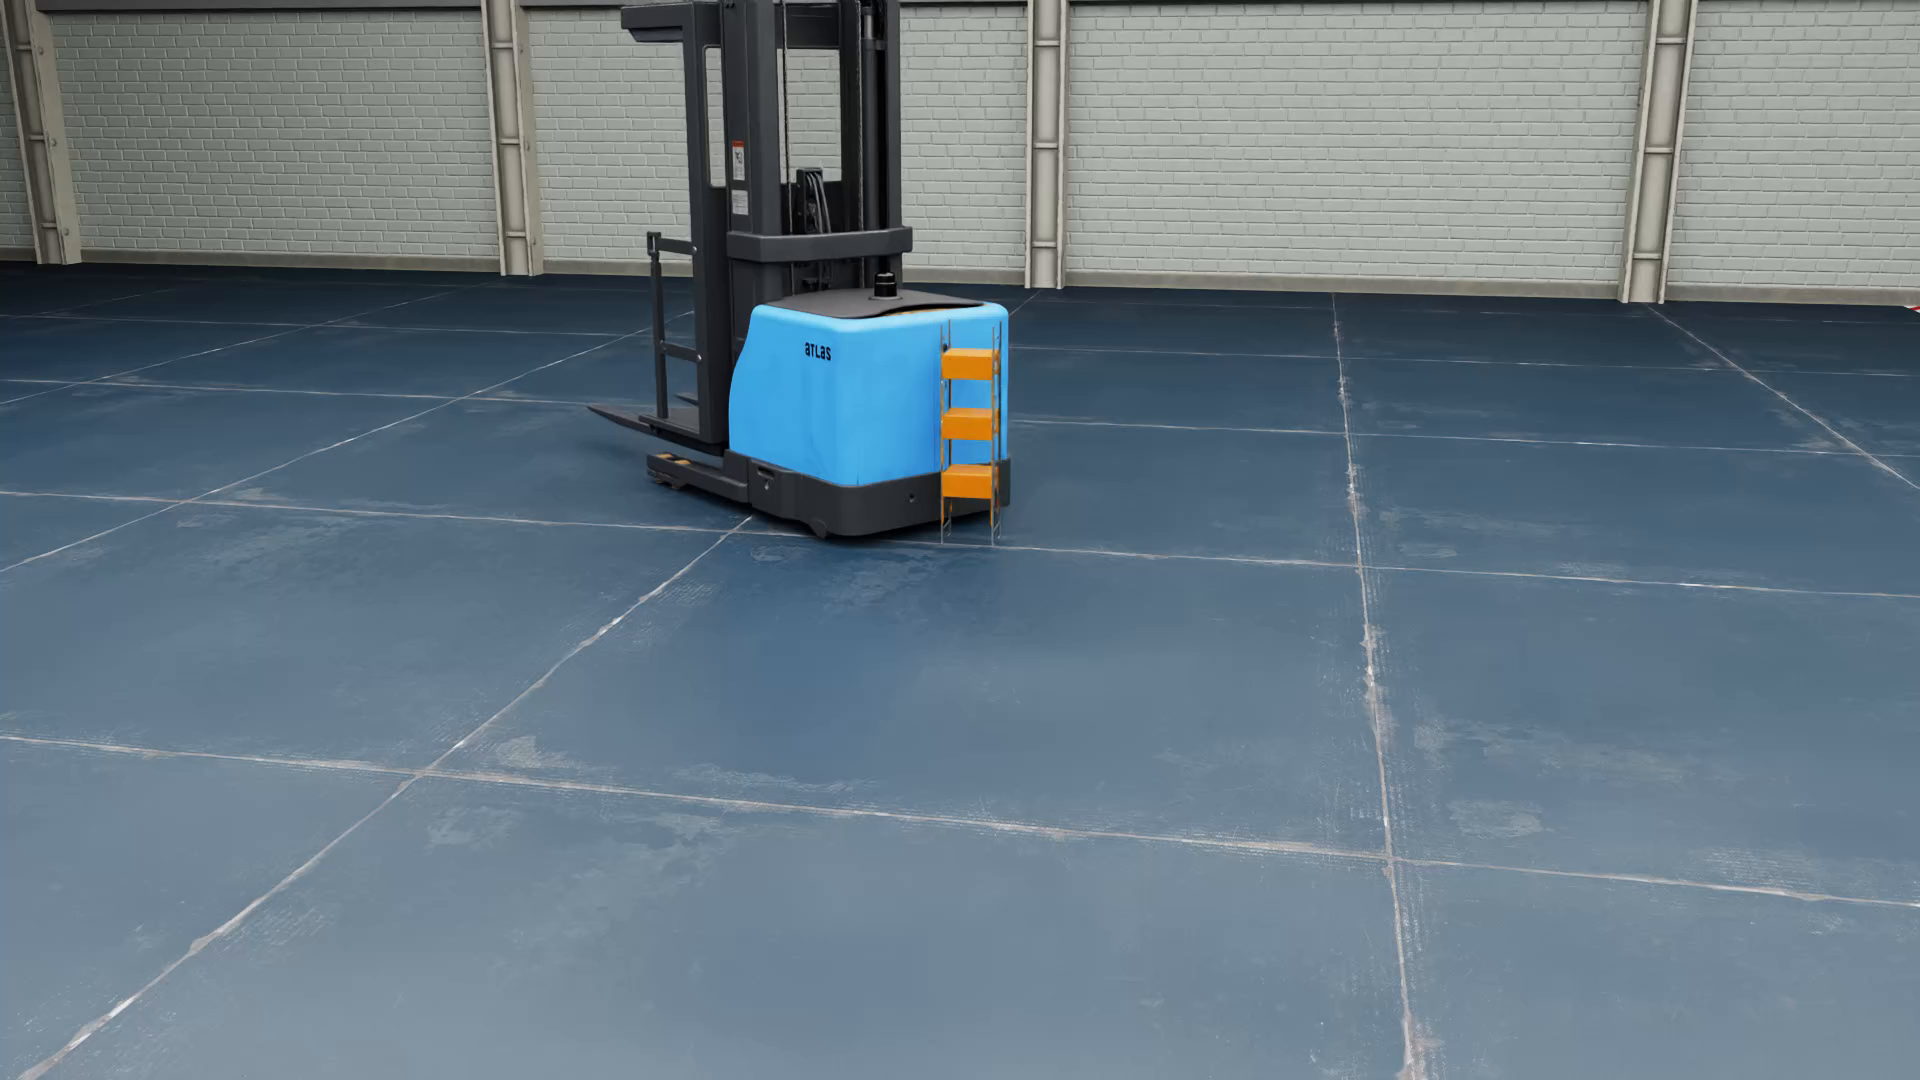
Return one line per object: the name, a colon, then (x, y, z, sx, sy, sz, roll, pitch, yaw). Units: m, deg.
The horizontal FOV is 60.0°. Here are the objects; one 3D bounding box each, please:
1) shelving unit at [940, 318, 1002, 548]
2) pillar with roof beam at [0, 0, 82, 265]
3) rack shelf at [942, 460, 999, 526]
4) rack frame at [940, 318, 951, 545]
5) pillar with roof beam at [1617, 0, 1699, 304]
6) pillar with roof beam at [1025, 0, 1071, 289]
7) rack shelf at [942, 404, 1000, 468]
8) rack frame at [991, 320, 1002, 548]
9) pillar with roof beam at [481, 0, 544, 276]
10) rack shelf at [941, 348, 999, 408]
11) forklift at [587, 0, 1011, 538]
shelving unit: (0.052, -0.503, 7.842, 0.252, 1.050, 0.215, 3, 16, 11)
pillar with roof beam: (-11.707, -6.552, 14.789, 0.400, 9.000, 9.100, 3, 16, 11)
rack shelf: (0.052, -0.225, 7.919, 0.240, 0.259, 0.215, 3, 16, 11)
rack frame: (-0.067, -0.510, 7.865, 0.008, 1.050, 0.200, 3, 16, 11)
pillar with roof beam: (5.932, -5.595, 11.332, 0.400, 9.000, 9.100, 3, 16, 11)
pillar with roof beam: (0.052, -5.914, 12.484, 0.400, 9.000, 9.100, 3, 16, 11)
rack shelf: (0.052, -0.493, 7.844, 0.240, 0.259, 0.215, 3, 16, 11)
rack frame: (0.172, -0.497, 7.818, 0.008, 1.050, 0.200, 3, 16, 11)
pillar with roof beam: (-5.827, -6.233, 13.637, 0.400, 9.000, 9.100, 3, 16, 11)
rack shelf: (0.052, -0.766, 7.769, 0.240, 0.259, 0.215, 3, 16, 11)
forklift: (-1.059, -1.752, 8.827, 1.130, 2.935, 3.031, -12, 20, -37)
